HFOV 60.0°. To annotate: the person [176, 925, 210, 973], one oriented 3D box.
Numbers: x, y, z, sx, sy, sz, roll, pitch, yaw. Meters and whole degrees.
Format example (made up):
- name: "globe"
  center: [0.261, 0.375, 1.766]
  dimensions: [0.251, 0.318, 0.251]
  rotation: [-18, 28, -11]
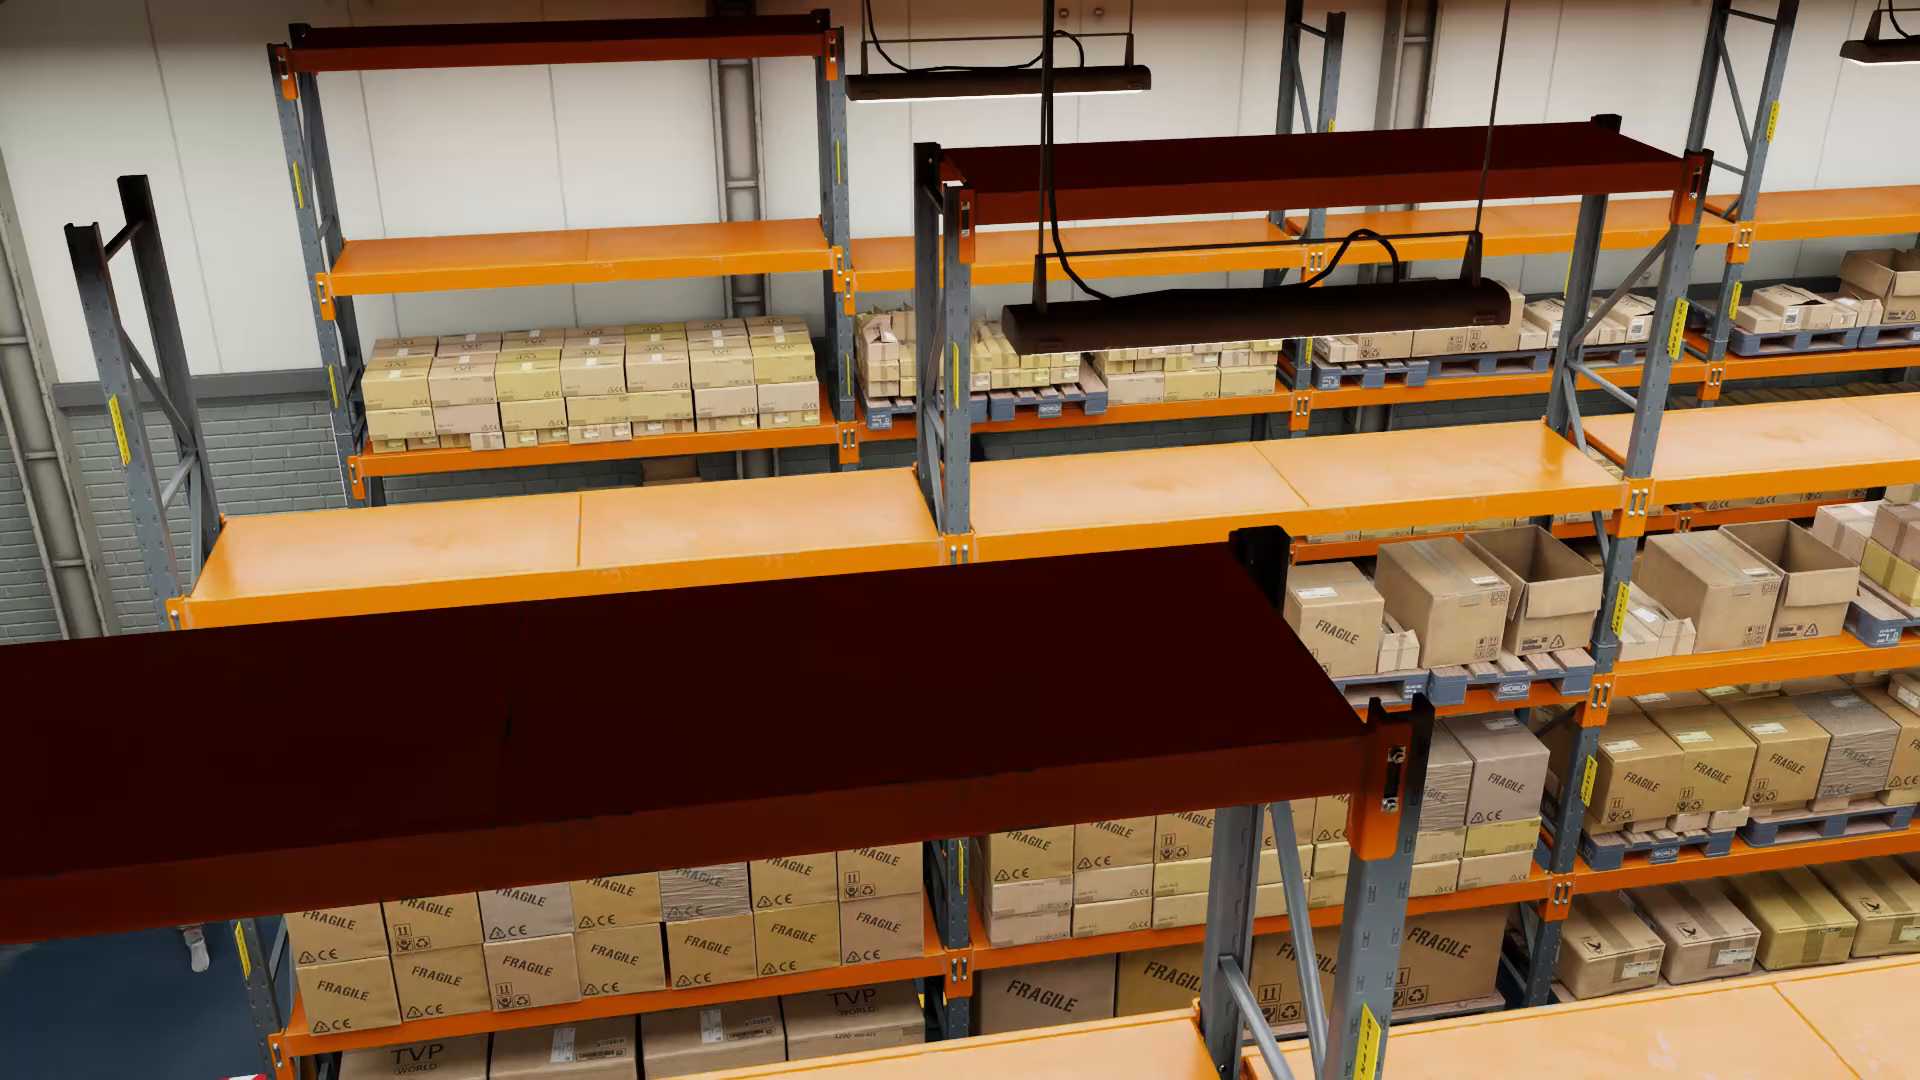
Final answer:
- name: "person"
  center: [-5.624, 2.224, 11.776]
  dimensions: [0.551, 1.736, 0.800]
  rotation: [-7, 27, -13]
